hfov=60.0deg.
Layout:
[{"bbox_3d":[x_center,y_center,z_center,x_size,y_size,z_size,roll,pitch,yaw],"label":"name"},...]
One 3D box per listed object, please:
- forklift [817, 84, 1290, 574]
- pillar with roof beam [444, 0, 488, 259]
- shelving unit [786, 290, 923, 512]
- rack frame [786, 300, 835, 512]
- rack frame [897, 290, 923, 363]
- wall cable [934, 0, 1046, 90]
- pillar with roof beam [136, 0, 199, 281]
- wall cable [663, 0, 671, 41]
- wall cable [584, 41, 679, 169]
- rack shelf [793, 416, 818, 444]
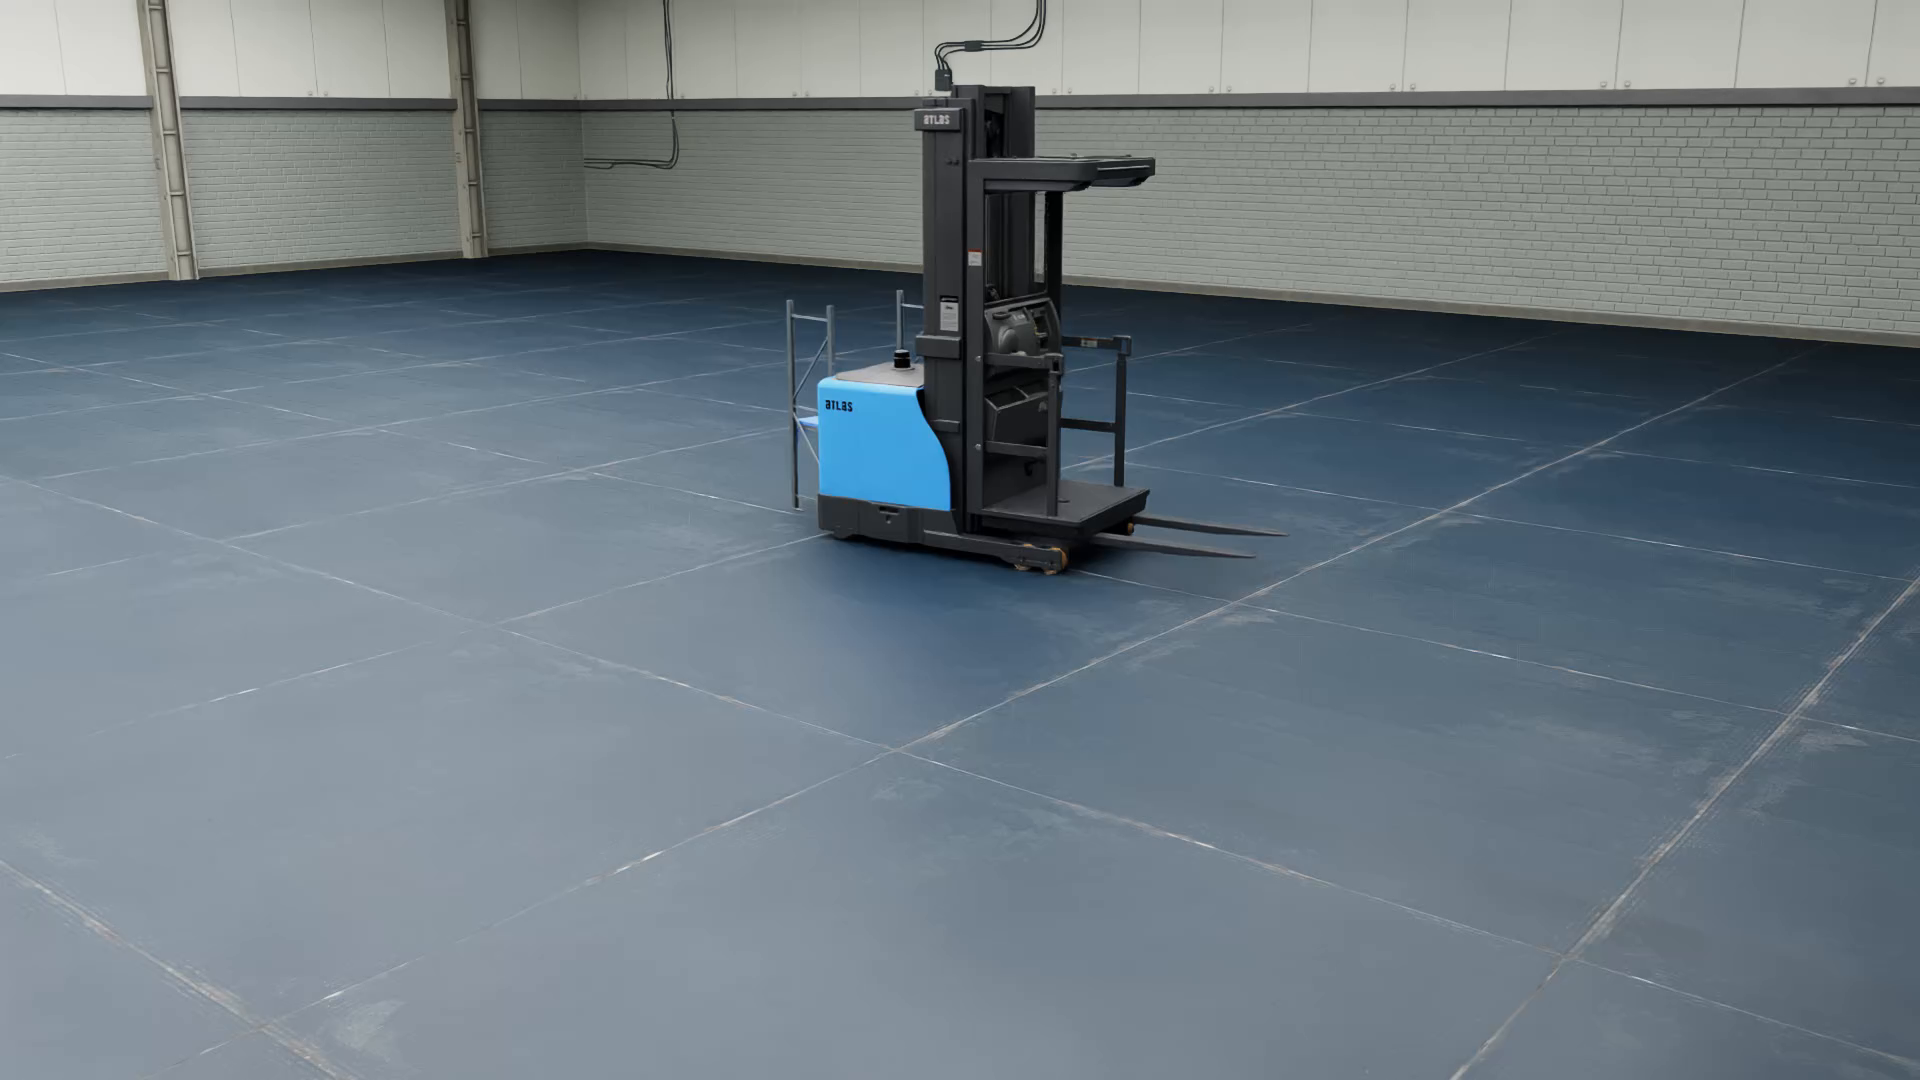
[{"bbox_3d":[0.581,-1.357,10.513,3.031,2.935,1.130,8,16,29],"label":"forklift"},{"bbox_3d":[-6.426,-9.392,29.816,9.100,9.000,0.400,11,18,38],"label":"pillar with roof beam"},{"bbox_3d":[-0.661,-0.993,11.984,1.048,1.500,0.538,-13,19,-41],"label":"shelving unit"},{"bbox_3d":[-1.035,-0.908,11.650,0.032,1.500,0.500,-13,19,-41],"label":"rack frame"},{"bbox_3d":[-0.287,-1.078,12.318,0.032,1.500,0.500,-13,19,-41],"label":"rack frame"},{"bbox_3d":[0.480,-10.593,27.640,2.305,6.003,0.169,11,18,38],"label":"wall cable"},{"bbox_3d":[-10.197,-8.243,25.292,9.100,9.000,0.400,11,18,38],"label":"pillar with roof beam"},{"bbox_3d":[-4.790,-10.941,31.966,3.097,2.526,0.112,11,18,38],"label":"wall cable"},{"bbox_3d":[-6.894,-8.912,34.236,3.097,2.526,0.112,11,18,38],"label":"wall cable"},{"bbox_3d":[-0.661,-0.819,12.028,1.000,0.185,0.538,-13,19,-41],"label":"rack shelf"}]
